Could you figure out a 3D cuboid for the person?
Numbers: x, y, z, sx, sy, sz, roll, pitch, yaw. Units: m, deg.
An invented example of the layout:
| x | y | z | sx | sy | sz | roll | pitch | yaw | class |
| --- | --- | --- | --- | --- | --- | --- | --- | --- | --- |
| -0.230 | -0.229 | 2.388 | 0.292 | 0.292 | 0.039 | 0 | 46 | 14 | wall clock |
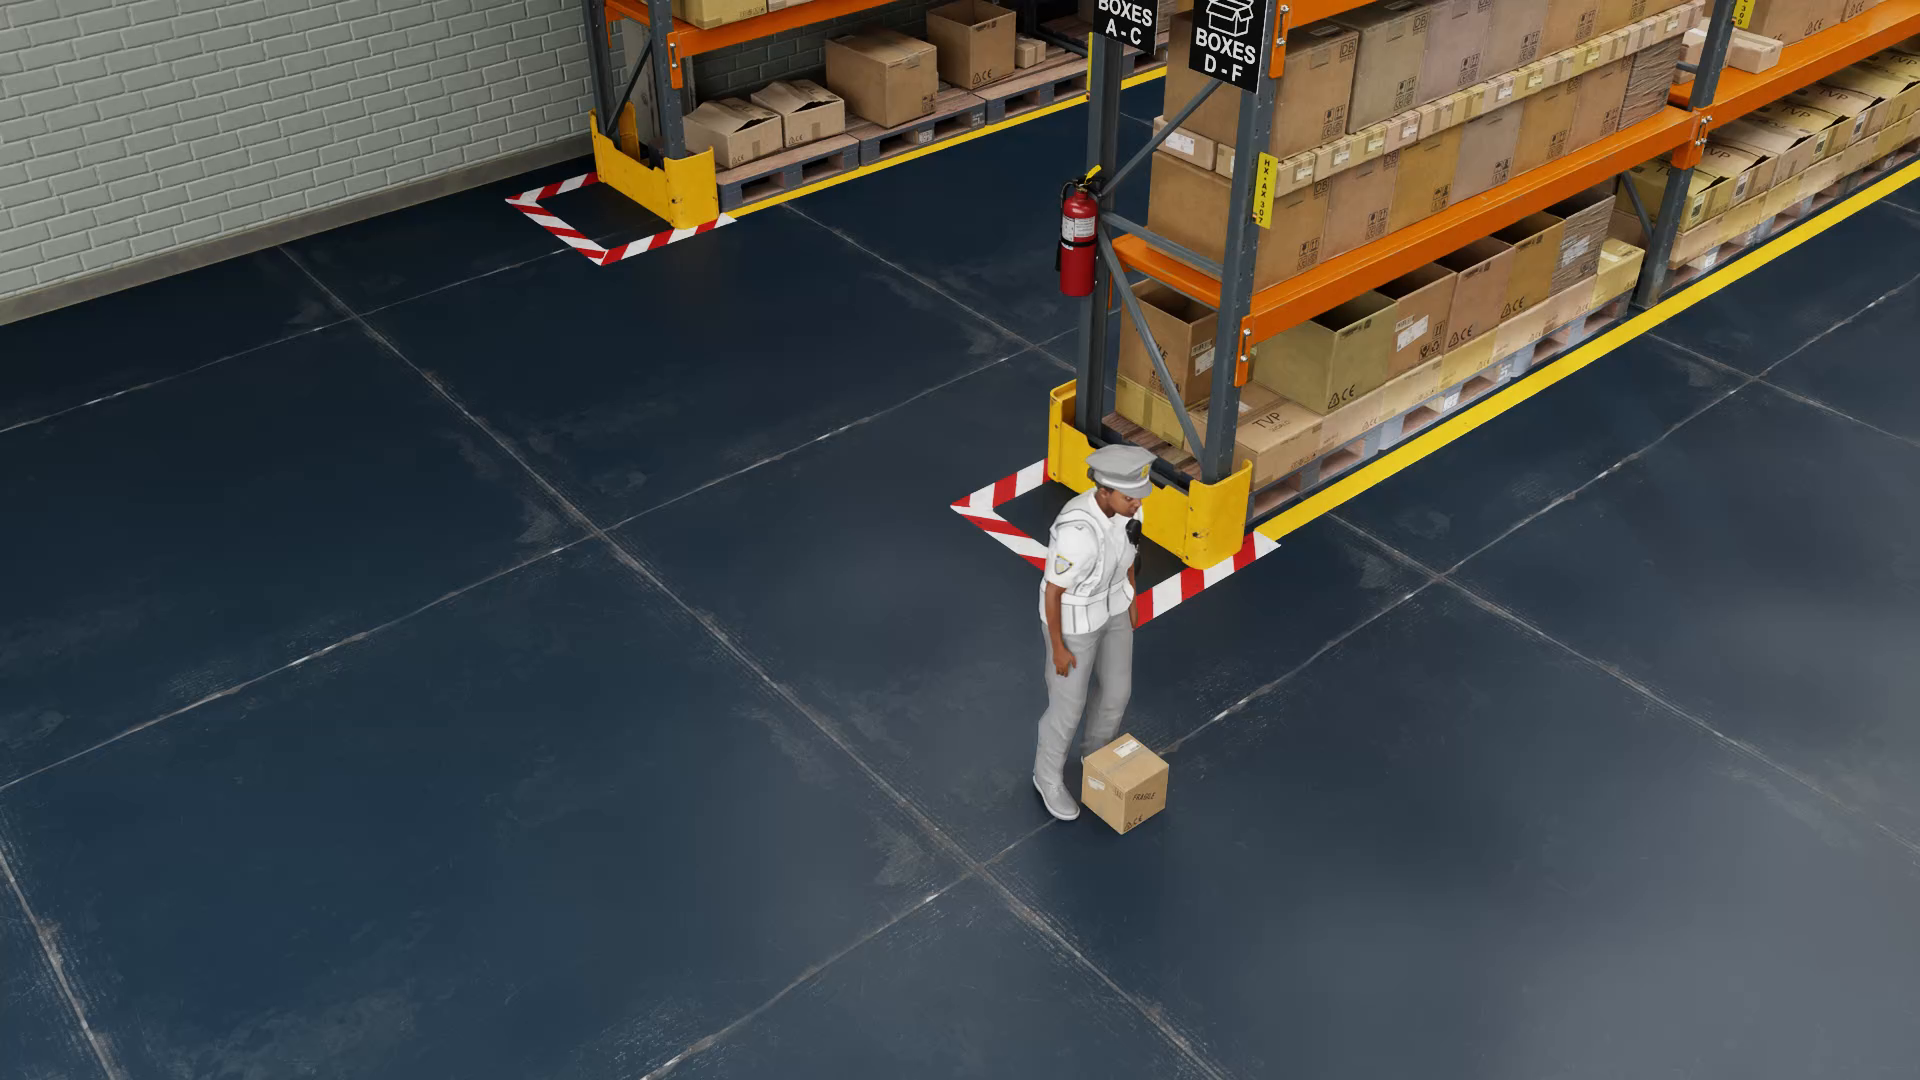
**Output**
| x | y | z | sx | sy | sz | roll | pitch | yaw | class |
| --- | --- | --- | --- | --- | --- | --- | --- | --- | --- |
| 0.533 | 0.343 | 6.606 | 0.529 | 1.659 | 0.428 | -29 | 45 | -34 | person |
